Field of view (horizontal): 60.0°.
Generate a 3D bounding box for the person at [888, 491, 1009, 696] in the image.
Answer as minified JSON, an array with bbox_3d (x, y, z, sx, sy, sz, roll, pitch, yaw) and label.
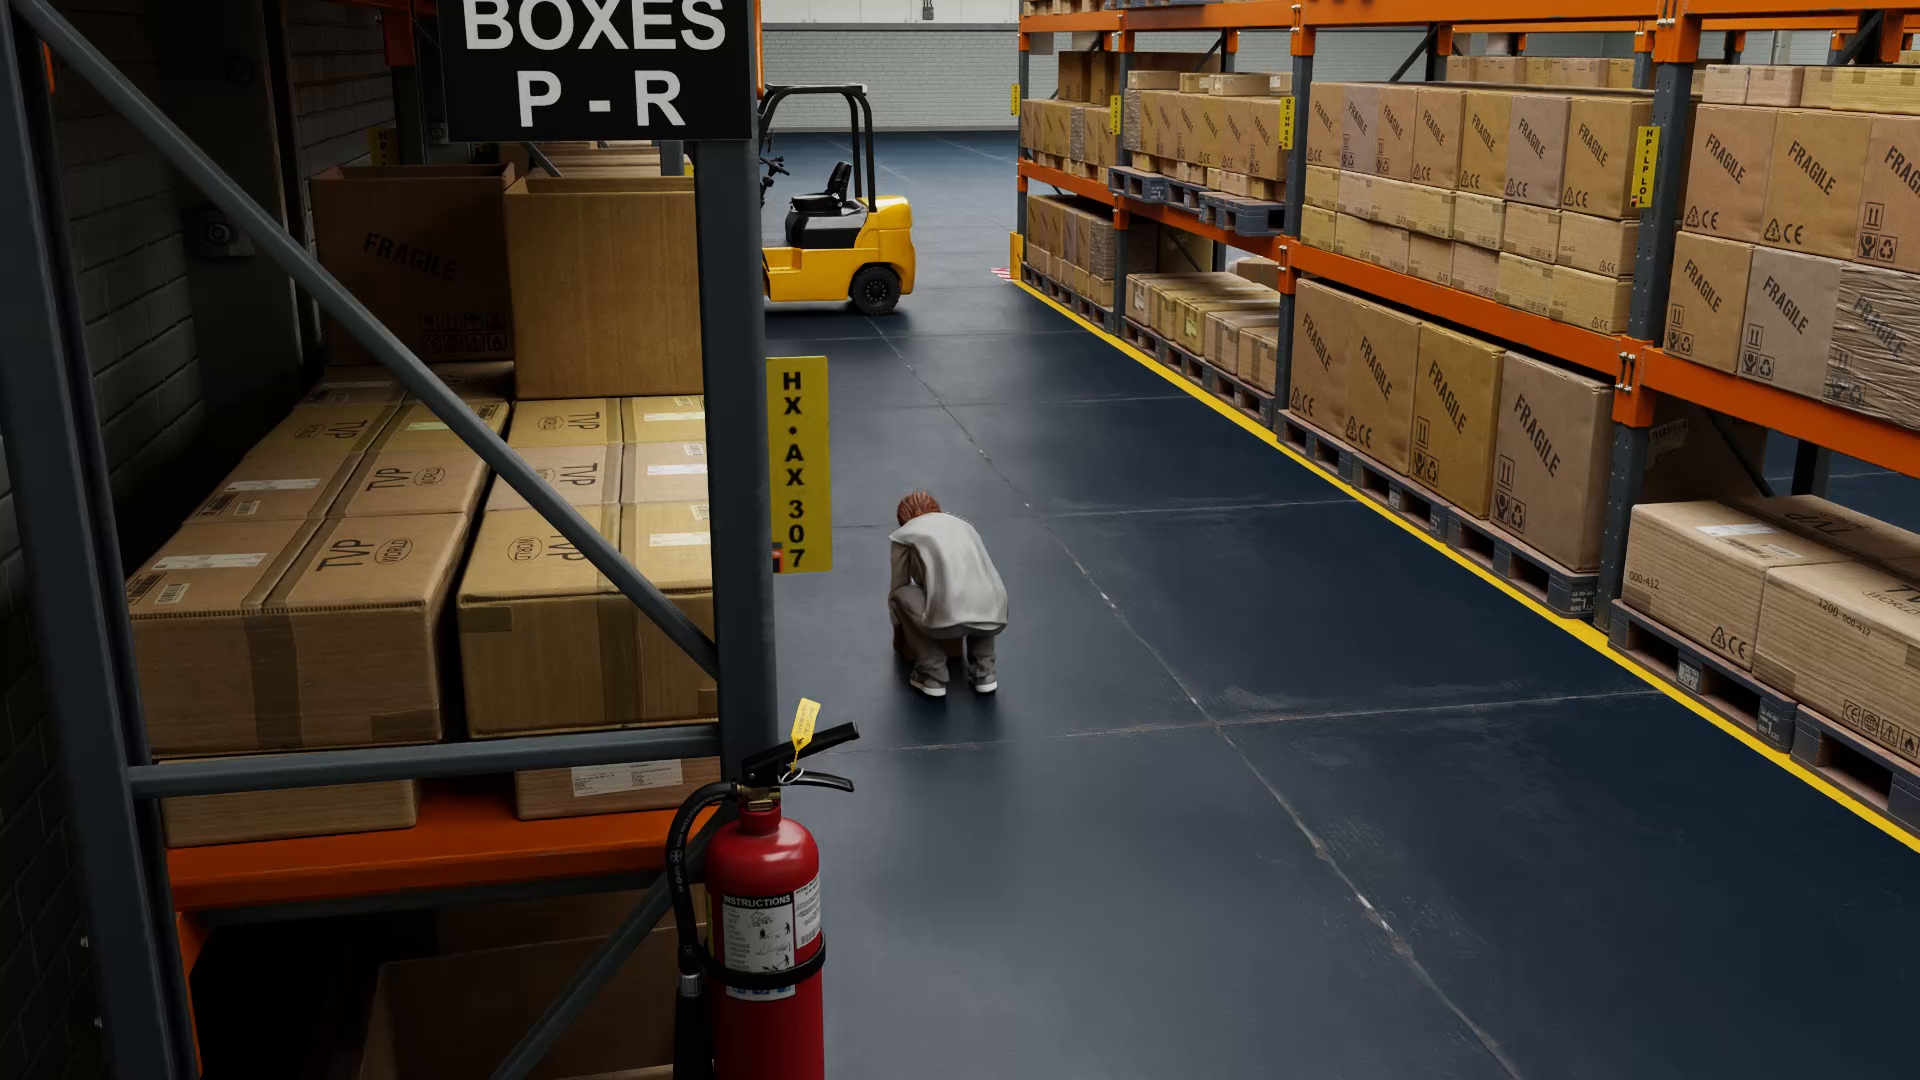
[{"bbox_3d":[-0.059,0.248,6.850,0.435,0.759,0.822,-4,17,-13],"label":"person"}]
